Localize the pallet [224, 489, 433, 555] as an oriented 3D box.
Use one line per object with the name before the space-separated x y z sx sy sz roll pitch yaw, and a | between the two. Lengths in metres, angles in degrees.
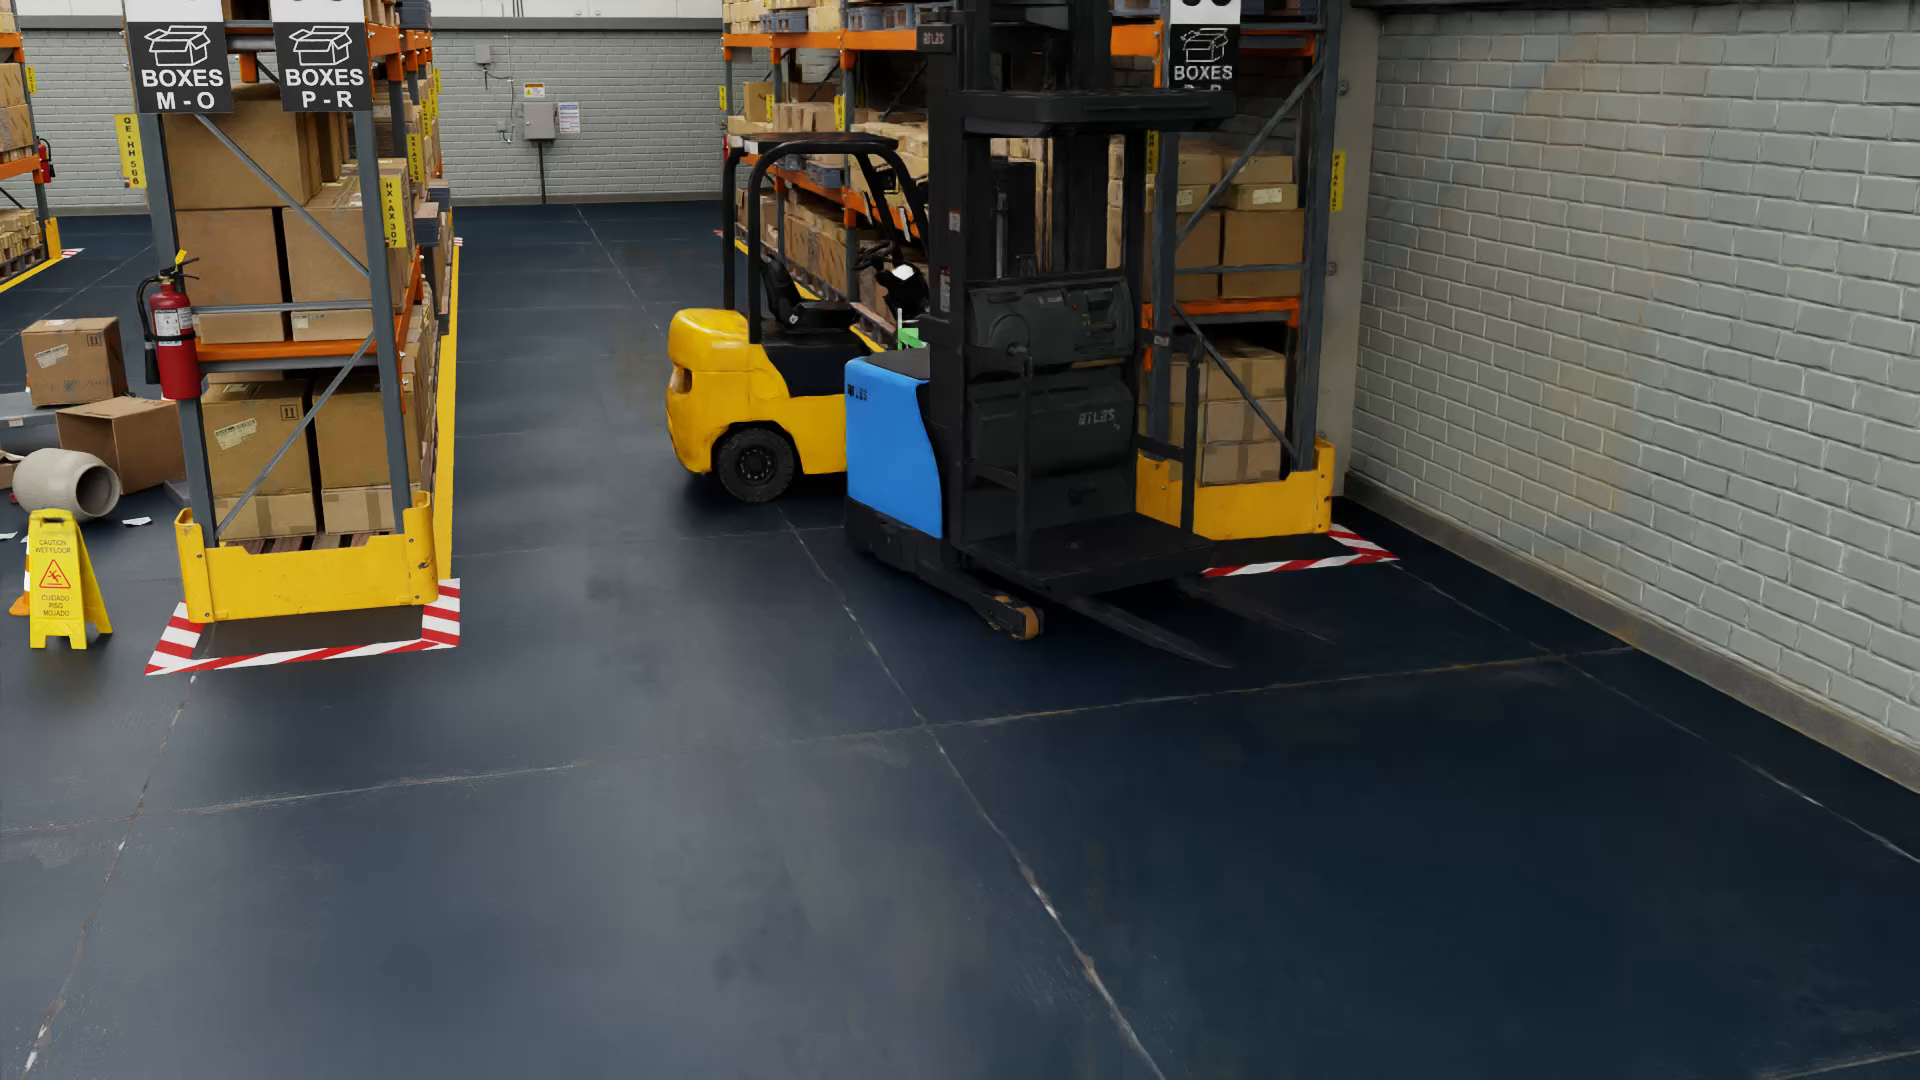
pallet | -3.435 -0.012 9.126 1.003 0.211 1.213 -5 17 -15

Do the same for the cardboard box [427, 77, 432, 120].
cardboard box | -6.554 -5.236 19.759 0.500 0.500 0.500 -5 17 -16

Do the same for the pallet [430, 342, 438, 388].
pallet | -4.879 -1.424 13.824 1.003 0.211 1.213 -5 17 -15

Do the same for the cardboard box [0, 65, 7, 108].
cardboard box | -11.698 -5.385 19.736 0.500 0.500 0.500 -4 17 -12

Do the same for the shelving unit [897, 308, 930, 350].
shelving unit | -0.175 -0.743 9.840 0.258 1.200 0.503 -6 18 -18

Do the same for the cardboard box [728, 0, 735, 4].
cardboard box | -2.849 -7.380 22.469 0.500 0.250 0.500 -5 17 -16

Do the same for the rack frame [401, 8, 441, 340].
rack frame | -5.424 -3.312 15.265 1.000 3.000 0.127 -5 17 -15

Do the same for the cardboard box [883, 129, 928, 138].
cardboard box | -0.483 -3.597 14.910 0.380 0.149 0.250 -4 17 -14

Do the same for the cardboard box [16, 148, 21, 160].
cardboard box | -11.877 -4.778 20.580 0.380 0.149 0.250 -5 17 -16

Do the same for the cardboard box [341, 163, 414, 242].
cardboard box | -3.815 -2.151 10.708 0.500 0.500 0.500 -4 17 -13

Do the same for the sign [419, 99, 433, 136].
sign | -4.905 -3.874 15.261 0.100 0.325 0.005 -5 17 -15

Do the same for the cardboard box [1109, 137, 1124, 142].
cardboard box | 1.186 -2.607 11.097 0.380 0.149 0.250 -4 17 -14

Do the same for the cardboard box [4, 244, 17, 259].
cardboard box | -11.584 -3.459 19.980 0.380 0.149 0.250 -4 17 -14

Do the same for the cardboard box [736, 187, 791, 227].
cardboard box | -2.774 -4.747 23.652 0.797 0.503 0.637 -5 18 -17

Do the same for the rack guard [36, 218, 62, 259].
rack guard | -12.333 -3.888 21.525 1.175 0.500 0.348 -5 17 -15

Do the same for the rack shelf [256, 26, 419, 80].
rack shelf | -4.874 -3.851 13.095 1.077 0.370 4.000 -5 17 -15

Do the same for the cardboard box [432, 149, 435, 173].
cardboard box | -6.157 -4.243 18.623 0.500 0.250 0.500 -5 17 -17

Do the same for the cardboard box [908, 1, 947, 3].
cardboard box | -0.207 -5.139 15.490 0.500 0.250 0.500 -5 17 -15

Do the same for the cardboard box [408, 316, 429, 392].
cardboard box | -3.762 -1.166 10.866 0.500 0.500 0.500 -4 17 -14

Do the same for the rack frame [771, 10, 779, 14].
rack frame | -1.752 -7.685 19.395 1.000 3.000 0.127 -5 17 -15

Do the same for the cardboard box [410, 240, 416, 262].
cardboard box | -3.868 -1.952 11.174 0.380 0.149 0.250 -4 17 -14

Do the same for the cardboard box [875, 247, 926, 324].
cardboard box | -0.307 -2.416 15.678 0.875 0.625 0.625 -4 17 -13

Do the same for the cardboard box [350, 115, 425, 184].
cardboard box | -4.439 -3.026 12.891 0.500 0.500 0.500 -5 17 -16

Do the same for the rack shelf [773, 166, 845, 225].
rack shelf | -1.202 -3.914 18.520 1.077 0.370 4.000 -5 17 -15

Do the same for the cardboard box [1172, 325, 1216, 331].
cardboard box | 1.328 -1.281 10.814 0.500 0.250 0.500 -5 17 -16

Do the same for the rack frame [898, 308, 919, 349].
rack frame | -0.255 -0.809 10.061 0.240 1.200 0.015 -6 18 -18

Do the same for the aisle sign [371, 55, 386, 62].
aisle sign | -7.921 -6.767 22.247 0.394 0.787 0.004 -5 17 -15

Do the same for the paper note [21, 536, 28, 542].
paper note | -5.308 -0.005 9.451 0.032 0.001 0.123 -5 17 -15

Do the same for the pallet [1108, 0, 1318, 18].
pallet | 1.377 -3.085 9.447 1.003 0.211 1.213 -5 17 -15

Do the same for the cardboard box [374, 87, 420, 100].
cardboard box | -5.324 -3.995 15.625 0.500 0.500 0.500 -5 18 -17

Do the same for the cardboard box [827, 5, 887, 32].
cardboard box | -1.027 -5.193 16.573 0.500 0.250 0.500 -5 18 -17

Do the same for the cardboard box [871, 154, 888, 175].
cardboard box | -0.502 -3.446 15.103 0.500 0.250 0.500 -5 17 -17

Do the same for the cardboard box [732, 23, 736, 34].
cardboard box | -2.866 -6.908 22.459 0.380 0.149 0.250 -4 17 -14

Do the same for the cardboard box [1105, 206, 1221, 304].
cardboard box | 1.159 -1.656 9.577 0.500 0.500 0.500 -5 17 -16

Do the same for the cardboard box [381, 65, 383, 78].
cardboard box | -6.941 -5.467 19.400 0.380 0.149 0.250 -5 17 -15

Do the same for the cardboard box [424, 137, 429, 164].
cardboard box | -5.467 -3.783 16.222 0.500 0.250 0.500 -4 17 -14

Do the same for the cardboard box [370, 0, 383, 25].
cardboard box | -3.363 -2.890 9.082 0.380 0.149 0.250 -4 17 -15

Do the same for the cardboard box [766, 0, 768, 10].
cardboard box | -2.052 -6.263 19.408 0.380 0.149 0.250 -4 17 -14

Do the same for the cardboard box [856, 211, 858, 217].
cardboard box | -0.976 -3.693 19.020 0.380 0.149 0.250 -4 17 -14

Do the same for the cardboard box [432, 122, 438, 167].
cardboard box | -6.400 -4.617 19.435 0.500 0.500 0.500 -4 17 -13

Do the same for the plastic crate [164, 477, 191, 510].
plastic crate | -4.682 -0.308 10.340 0.402 0.080 0.583 -12 20 -34

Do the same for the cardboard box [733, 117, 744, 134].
cardboard box | -2.846 -5.703 22.967 0.500 0.250 0.500 -5 17 -15

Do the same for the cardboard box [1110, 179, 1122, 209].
cardboard box | 1.083 -1.993 9.573 0.380 0.149 0.250 -4 17 -14

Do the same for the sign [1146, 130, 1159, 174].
sign | 1.021 -2.122 8.877 0.100 0.325 0.005 -5 17 -15

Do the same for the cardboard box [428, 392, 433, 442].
cardboard box | -3.748 -0.801 10.955 0.500 0.250 0.500 -5 17 -17

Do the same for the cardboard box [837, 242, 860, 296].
cardboard box | -0.975 -2.810 17.206 0.500 0.500 0.500 -4 17 -14

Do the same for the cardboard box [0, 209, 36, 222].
cardboard box | -11.965 -4.100 21.079 0.380 0.149 0.250 -4 17 -15

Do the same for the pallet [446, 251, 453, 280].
pallet | -6.657 -3.300 20.070 1.003 0.211 1.213 -5 17 -15

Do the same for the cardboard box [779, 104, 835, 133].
cardboard box | -1.691 -4.766 19.202 0.700 0.500 0.500 -5 17 -15

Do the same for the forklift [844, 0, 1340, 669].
forklift | 0.571 -1.077 7.943 1.130 2.935 3.031 -10 20 -31

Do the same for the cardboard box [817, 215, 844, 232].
cardboard box | -1.369 -3.506 18.397 0.380 0.149 0.250 -6 18 -18

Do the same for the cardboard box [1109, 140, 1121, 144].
cardboard box | 0.818 -2.500 10.743 0.380 0.149 0.250 -4 17 -14

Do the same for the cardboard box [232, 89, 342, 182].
cardboard box | -3.950 -2.315 9.516 0.700 0.500 0.500 -5 17 -16

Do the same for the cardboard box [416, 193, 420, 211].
cardboard box | -4.233 -2.534 12.381 0.380 0.149 0.250 -4 17 -14

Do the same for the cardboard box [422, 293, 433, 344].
cardboard box | -5.068 -1.894 14.382 0.950 0.372 0.625 -5 17 -16
